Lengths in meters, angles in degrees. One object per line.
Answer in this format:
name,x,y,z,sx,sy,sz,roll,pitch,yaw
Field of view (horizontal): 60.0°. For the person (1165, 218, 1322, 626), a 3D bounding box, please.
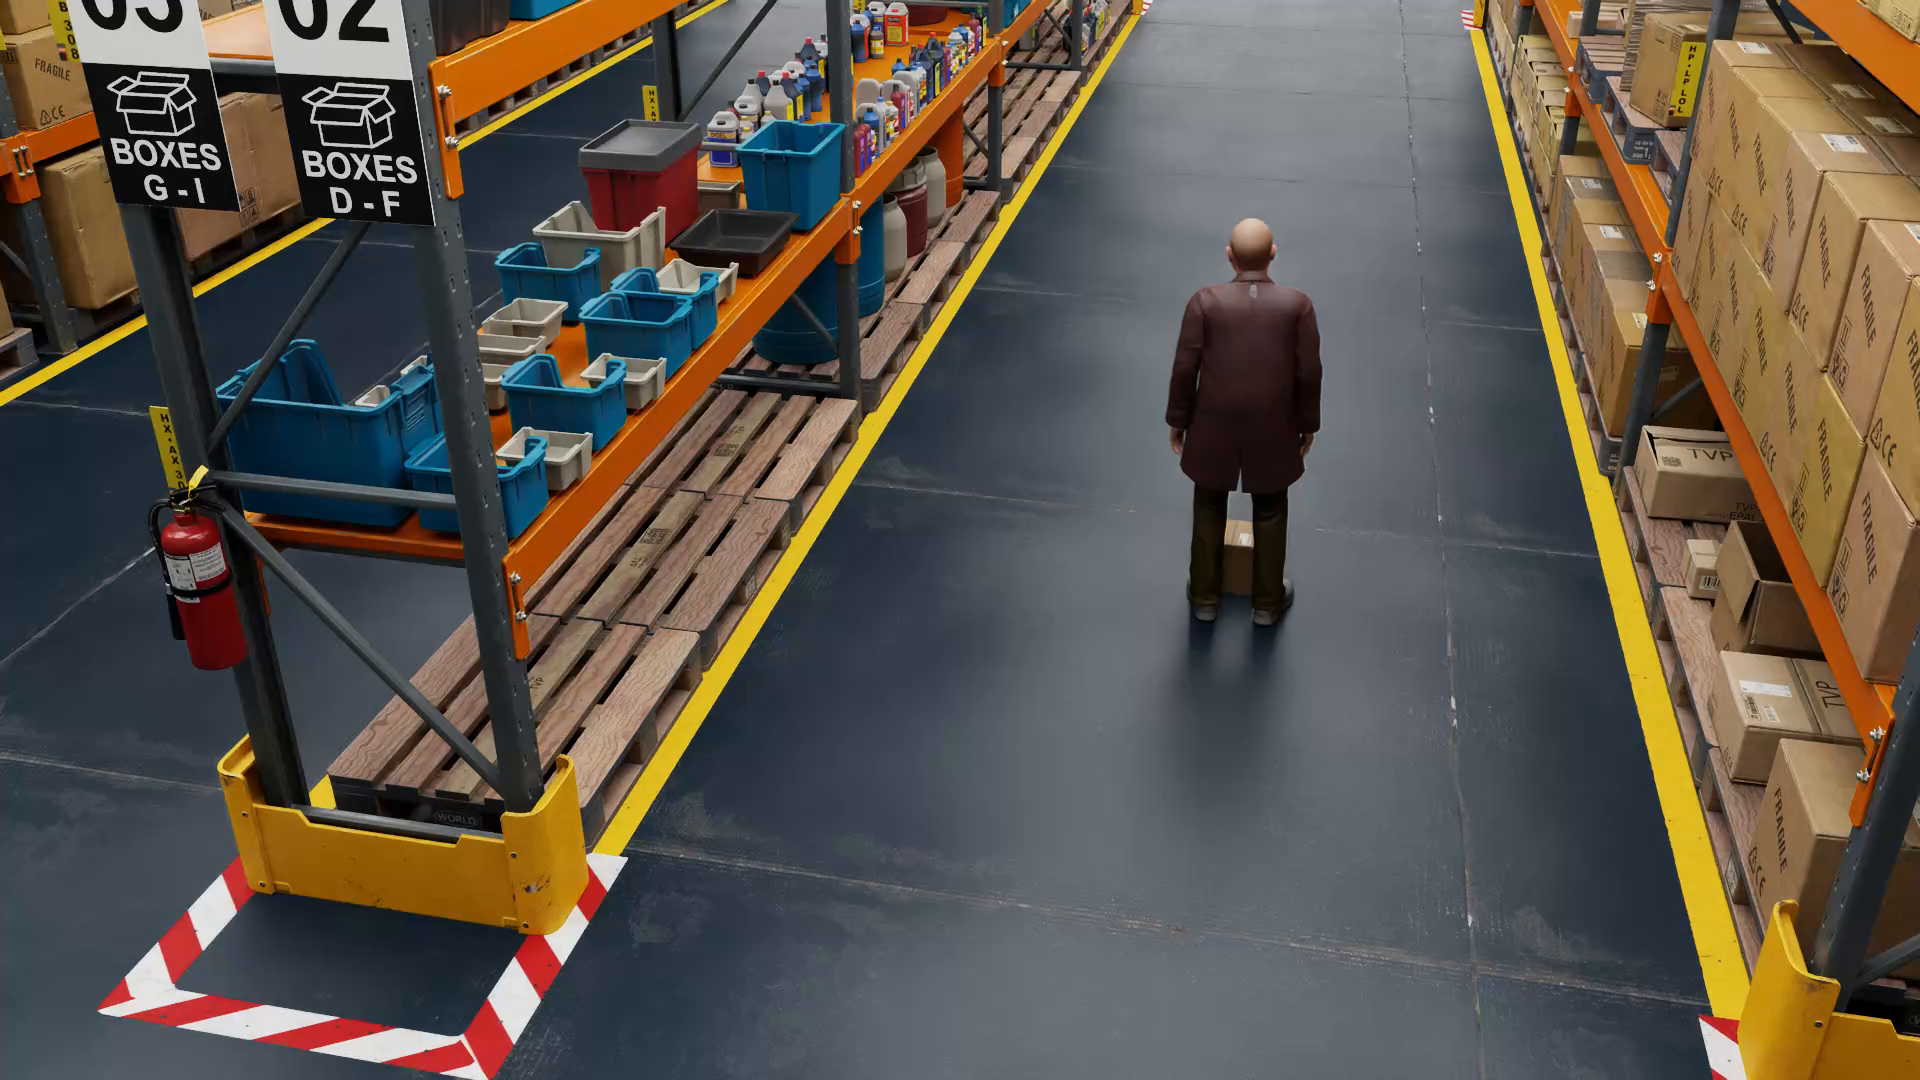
person,1.190,-0.479,7.026,0.648,1.772,0.429,4,29,8
